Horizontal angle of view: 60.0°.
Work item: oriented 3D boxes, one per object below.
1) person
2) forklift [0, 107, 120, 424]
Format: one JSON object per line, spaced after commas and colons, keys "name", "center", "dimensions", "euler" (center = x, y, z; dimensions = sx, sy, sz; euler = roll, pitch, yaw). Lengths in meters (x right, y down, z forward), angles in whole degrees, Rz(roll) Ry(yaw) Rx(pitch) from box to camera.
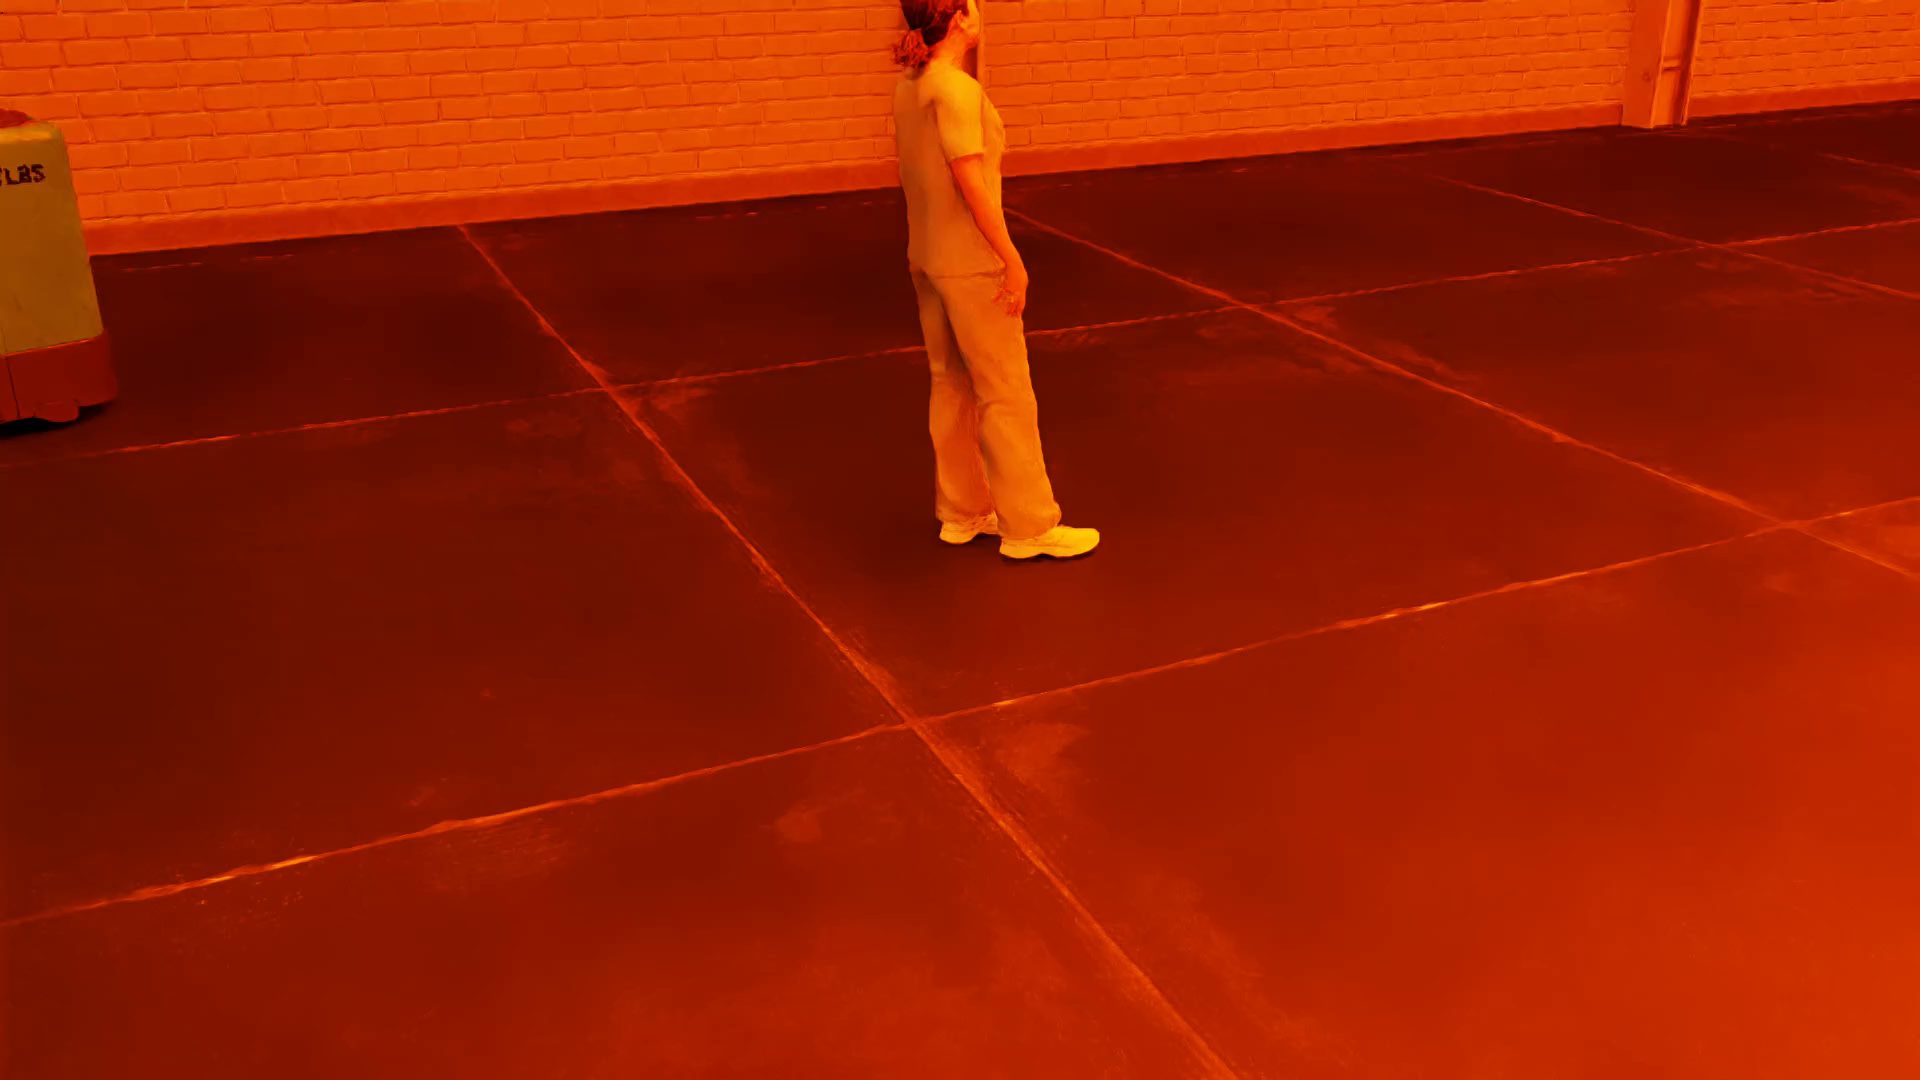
{"name": "person", "center": [0.072, -0.784, 4.802], "dimensions": [0.548, 1.665, 0.550], "euler": [-10, 25, -23]}
{"name": "forklift", "center": [-4.539, -1.551, 5.019], "dimensions": [1.130, 2.935, 3.031], "euler": [21, 30, 41]}
